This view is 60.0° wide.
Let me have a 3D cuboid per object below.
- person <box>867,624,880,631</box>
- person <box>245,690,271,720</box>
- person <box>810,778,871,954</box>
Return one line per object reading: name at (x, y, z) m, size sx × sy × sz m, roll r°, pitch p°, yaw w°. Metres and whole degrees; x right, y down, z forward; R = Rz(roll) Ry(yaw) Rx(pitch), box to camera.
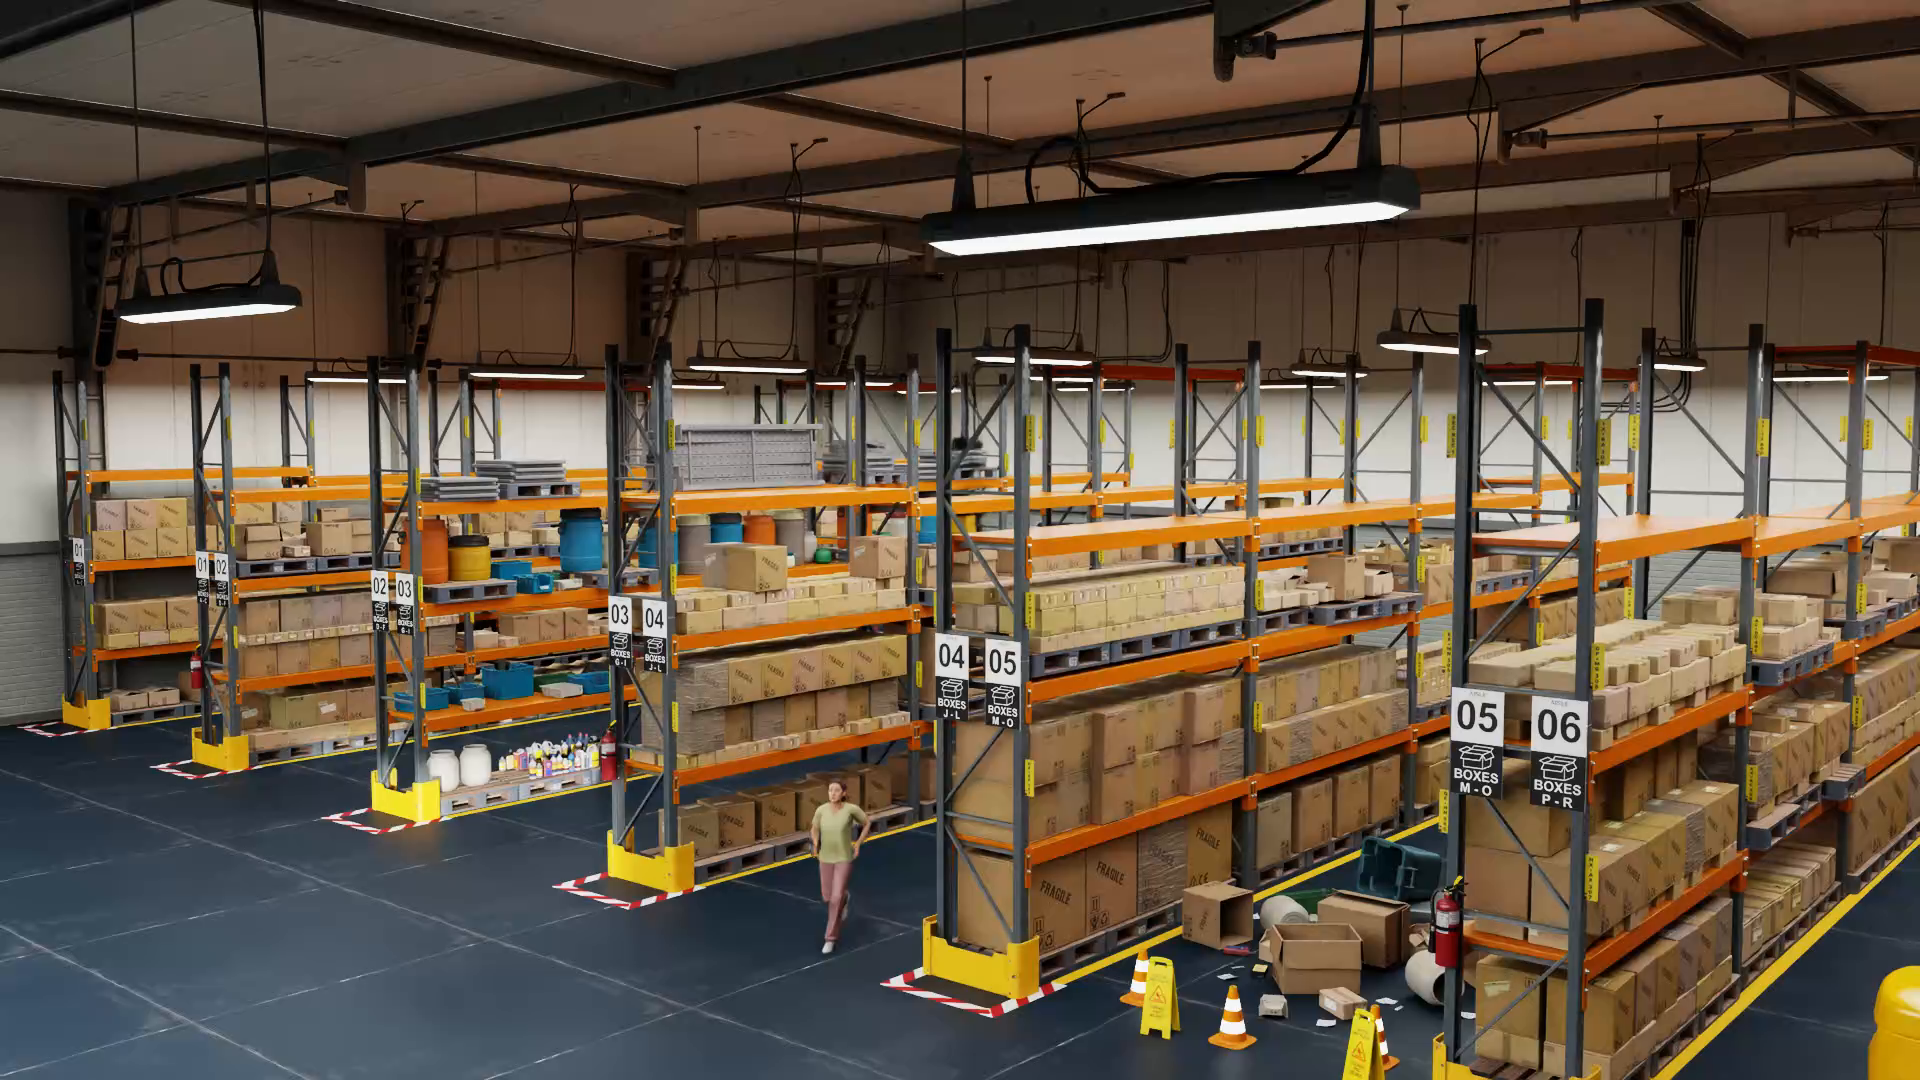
person at (-1.672, 1.766, 31.711) m, size 0.651 × 1.788 × 0.724 m, roll 3°, pitch 5°, yaw 38°
person at (-11.591, 2.298, 27.190) m, size 0.694 × 1.785 × 0.925 m, roll 1°, pitch 4°, yaw 20°
person at (-1.197, 3.172, 16.450) m, size 0.588 × 1.672 × 0.820 m, roll 1°, pitch 4°, yaw 12°
